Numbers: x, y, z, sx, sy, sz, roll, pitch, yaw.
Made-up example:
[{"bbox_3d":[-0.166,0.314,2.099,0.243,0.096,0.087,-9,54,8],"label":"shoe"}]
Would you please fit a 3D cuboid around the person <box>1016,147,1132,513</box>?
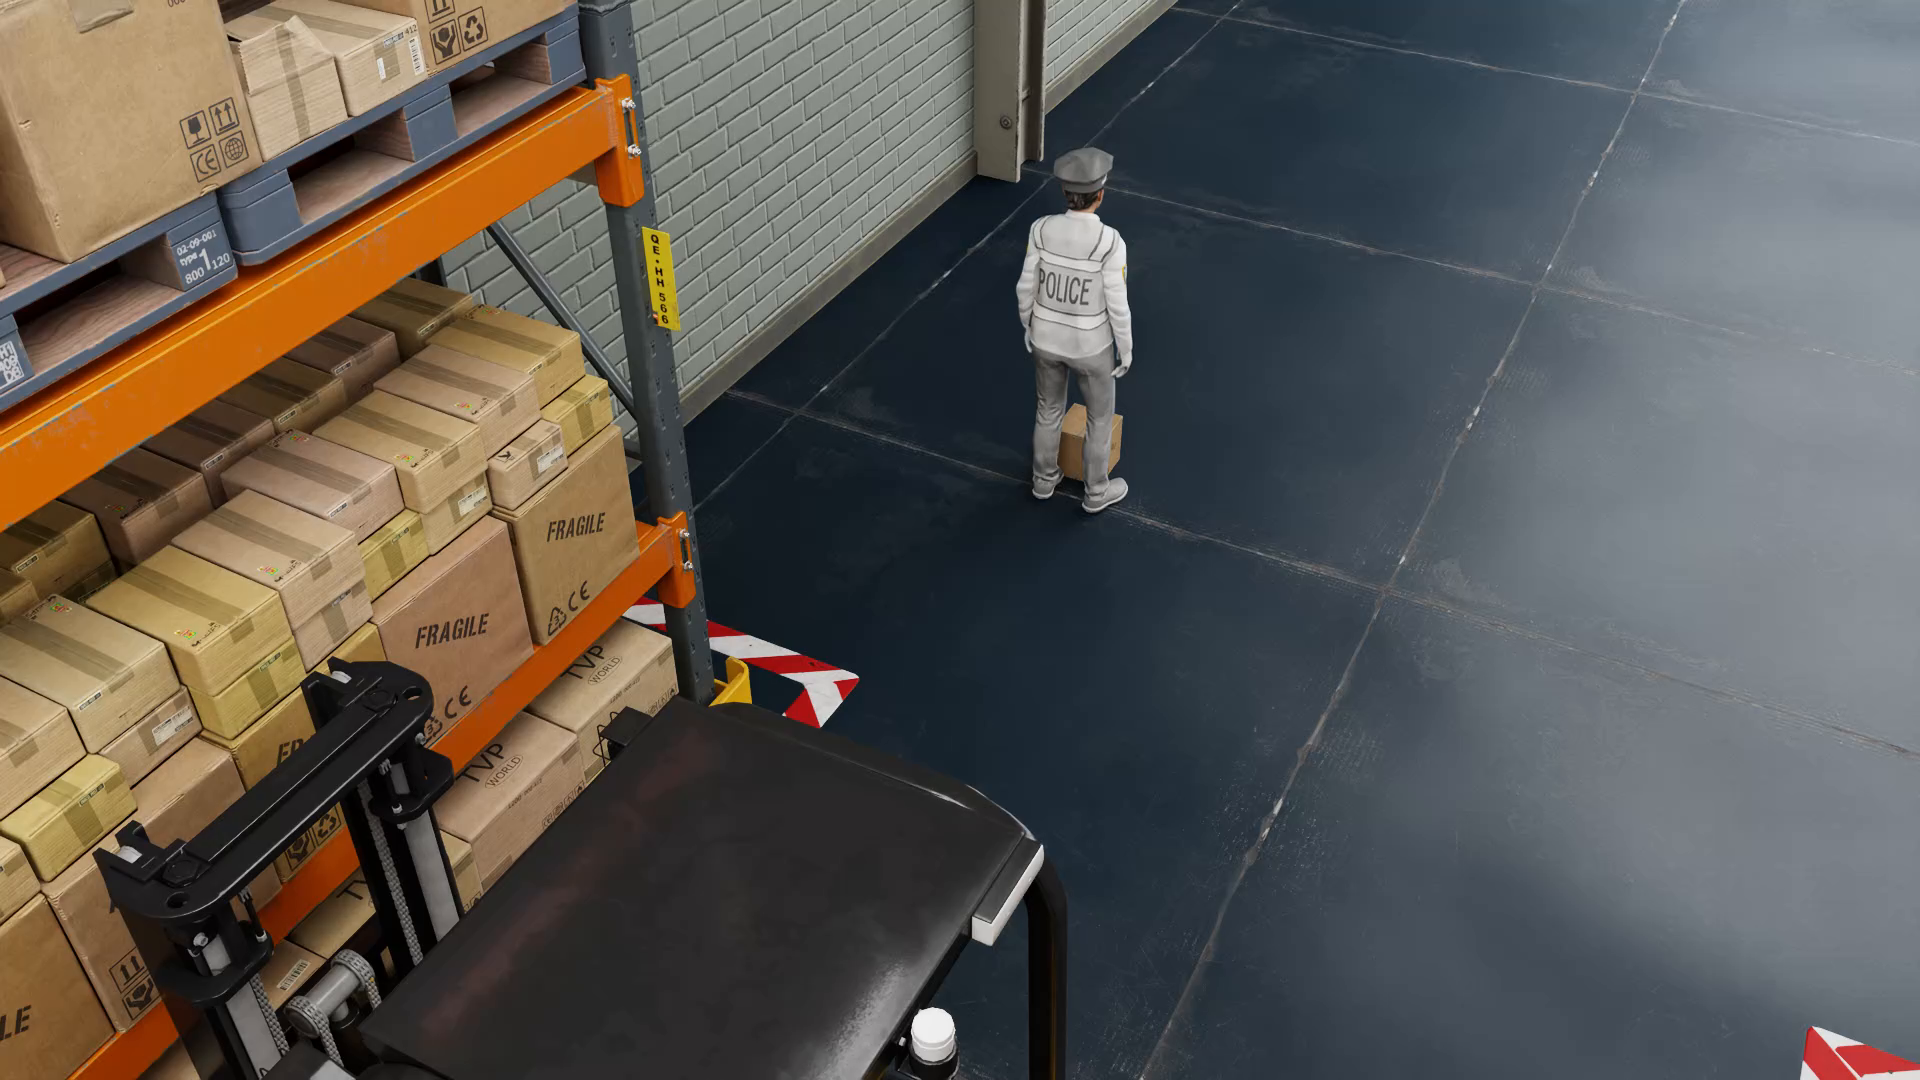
[{"bbox_3d":[0.502,-0.870,7.256,0.526,1.662,0.375,17,41,21],"label":"person"}]
